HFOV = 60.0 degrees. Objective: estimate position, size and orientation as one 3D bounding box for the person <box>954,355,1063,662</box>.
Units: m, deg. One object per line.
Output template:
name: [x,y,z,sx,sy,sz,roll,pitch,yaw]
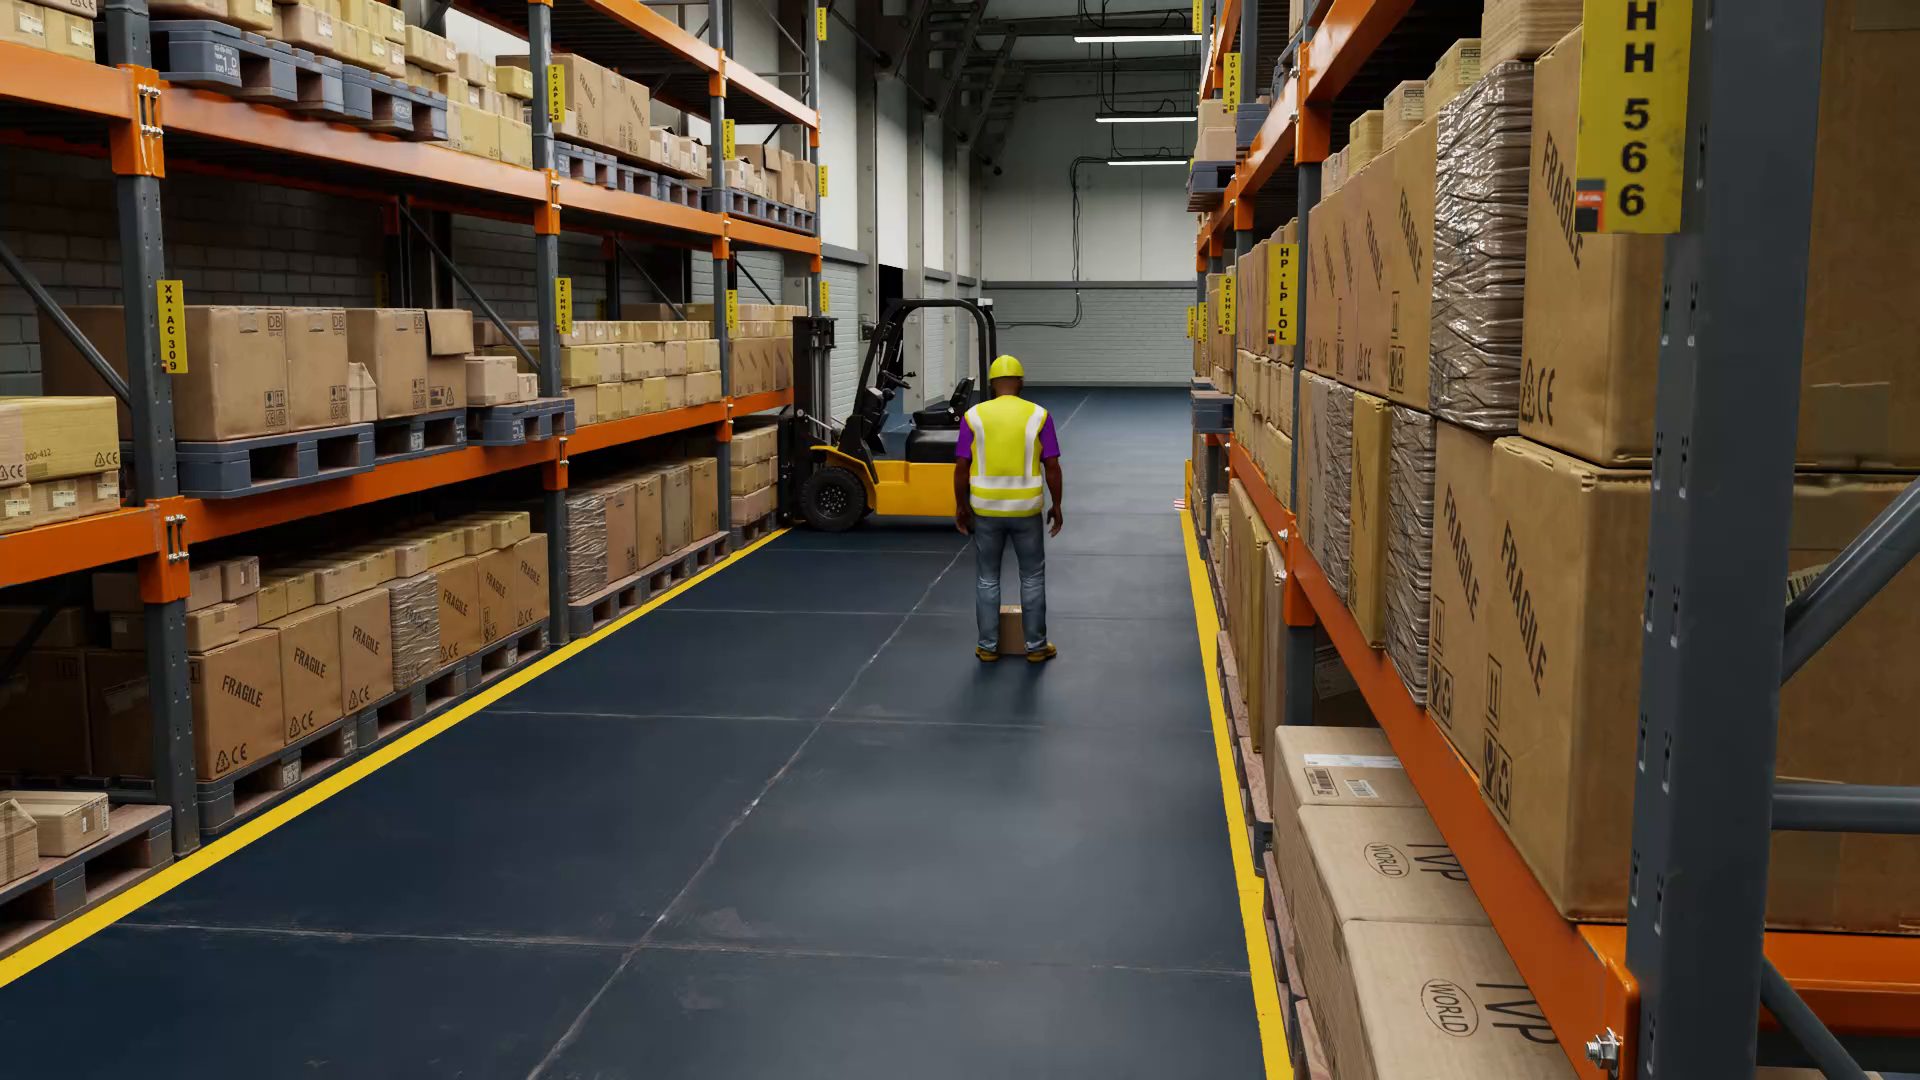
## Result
person: [0.281,-0.183,9.604,0.627,1.761,0.460,1,8,6]
